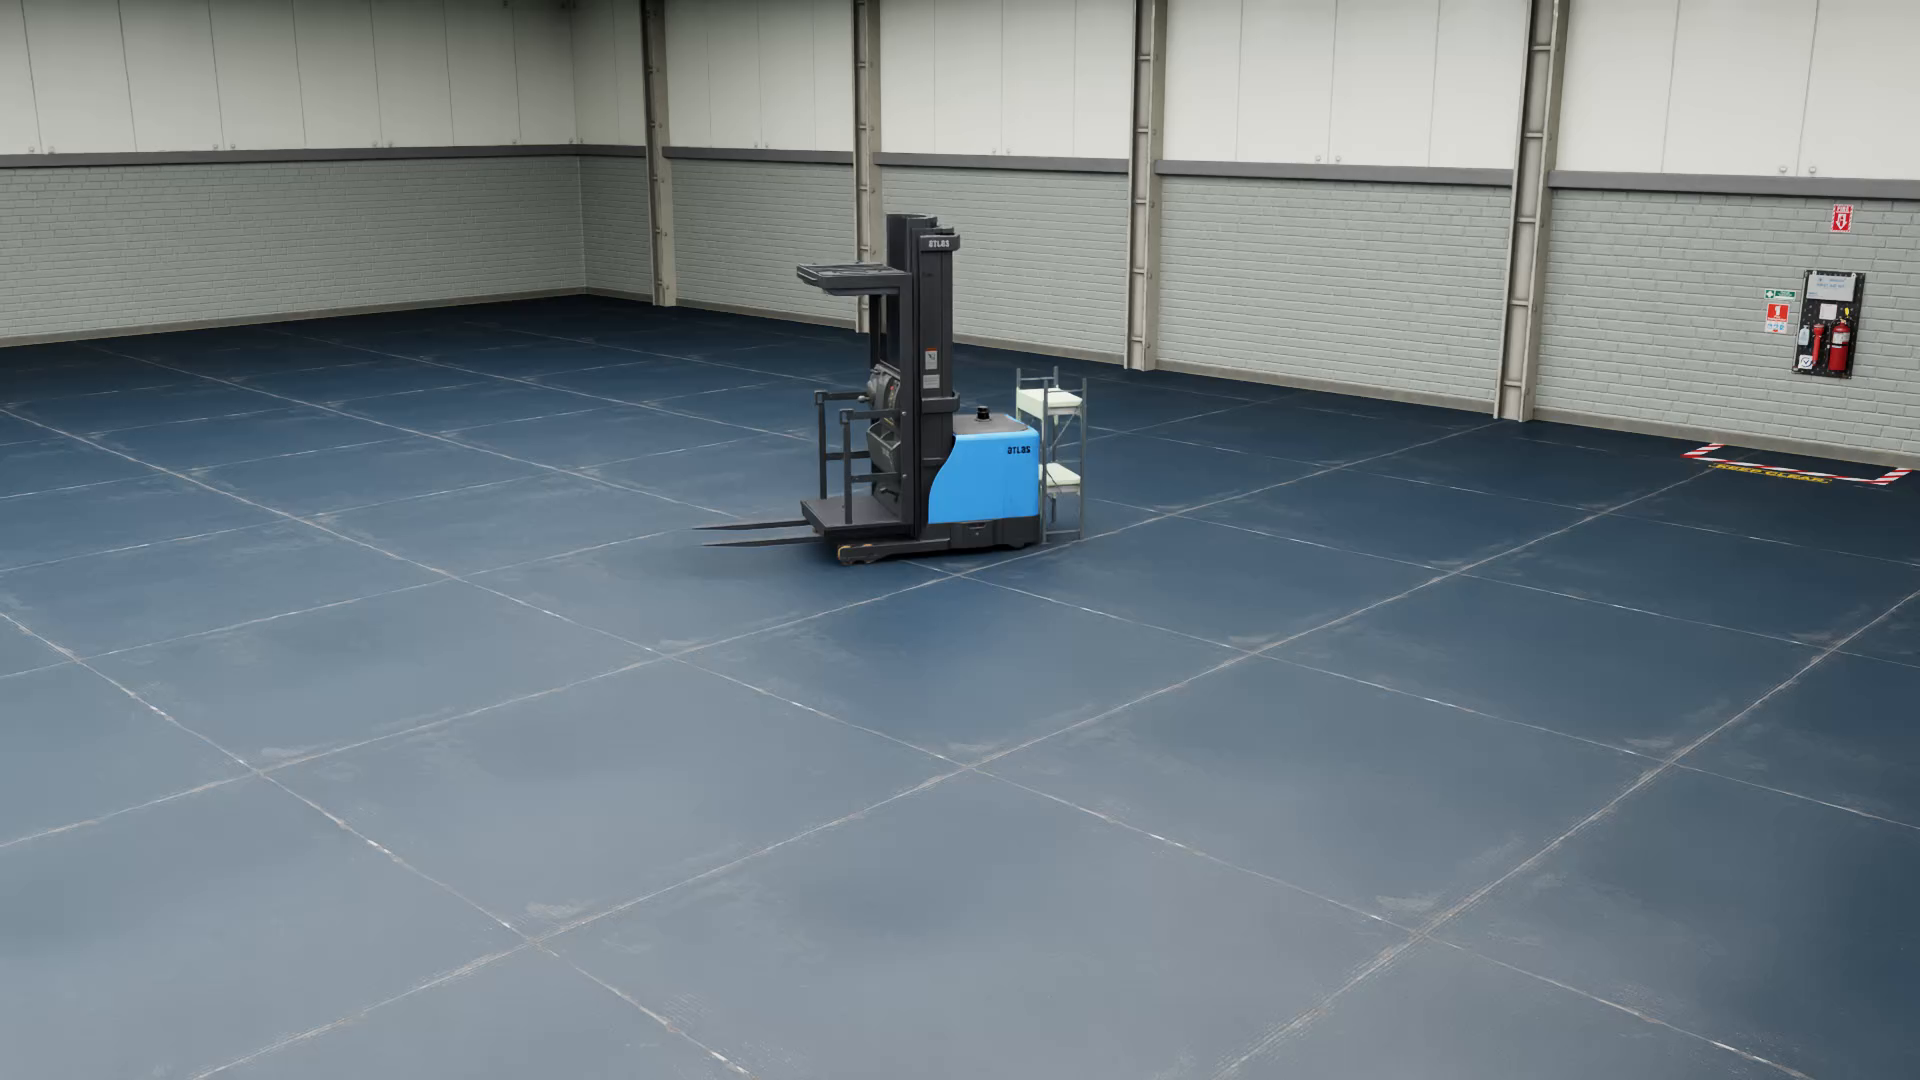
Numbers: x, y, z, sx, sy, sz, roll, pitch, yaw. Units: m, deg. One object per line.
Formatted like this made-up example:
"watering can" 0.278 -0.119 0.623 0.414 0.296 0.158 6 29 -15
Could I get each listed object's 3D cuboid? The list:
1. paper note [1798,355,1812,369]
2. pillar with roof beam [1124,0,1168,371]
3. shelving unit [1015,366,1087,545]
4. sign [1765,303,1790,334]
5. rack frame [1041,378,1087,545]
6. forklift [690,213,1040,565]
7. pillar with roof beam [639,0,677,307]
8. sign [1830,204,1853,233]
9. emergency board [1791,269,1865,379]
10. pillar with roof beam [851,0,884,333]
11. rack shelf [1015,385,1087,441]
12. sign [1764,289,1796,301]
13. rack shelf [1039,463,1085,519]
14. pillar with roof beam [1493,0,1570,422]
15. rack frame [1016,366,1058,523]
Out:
"paper note" 9.540 -2.007 18.753 0.142 0.148 0.016 14 20 42
"pillar with roof beam" -0.255 -6.173 21.093 0.400 9.000 9.100 14 20 42
"shelving unit" 0.826 -0.789 15.304 0.431 1.500 0.755 -4 15 -17
"sign" 9.293 -2.523 18.913 0.234 0.329 0.001 14 20 42
"rack frame" 0.934 -0.701 14.966 0.400 1.500 0.023 -4 15 -17
"forklift" -0.858 -1.352 14.625 3.031 2.935 1.130 -4 15 -17
"pillar with roof beam" -8.893 -8.273 29.153 0.400 9.000 9.100 14 20 42
"sign" 9.683 -3.532 18.257 0.199 0.298 0.001 14 20 42
"emergency board" 9.619 -2.390 18.474 0.643 1.169 0.194 14 20 42
"pillar with roof beam" -4.574 -7.223 25.123 0.400 9.000 9.100 14 20 42
"rack shelf" 0.826 -1.167 15.206 0.431 0.370 0.720 -4 15 -17
"sign" 9.290 -2.777 18.837 0.331 0.109 0.001 14 20 42
"rack shelf" 0.826 -0.474 15.386 0.431 0.370 0.720 -4 15 -17
"pillar with roof beam" 4.064 -5.123 17.063 0.400 9.000 9.100 14 20 42
"rack frame" 0.719 -0.877 15.643 0.400 1.500 0.023 -4 15 -17
